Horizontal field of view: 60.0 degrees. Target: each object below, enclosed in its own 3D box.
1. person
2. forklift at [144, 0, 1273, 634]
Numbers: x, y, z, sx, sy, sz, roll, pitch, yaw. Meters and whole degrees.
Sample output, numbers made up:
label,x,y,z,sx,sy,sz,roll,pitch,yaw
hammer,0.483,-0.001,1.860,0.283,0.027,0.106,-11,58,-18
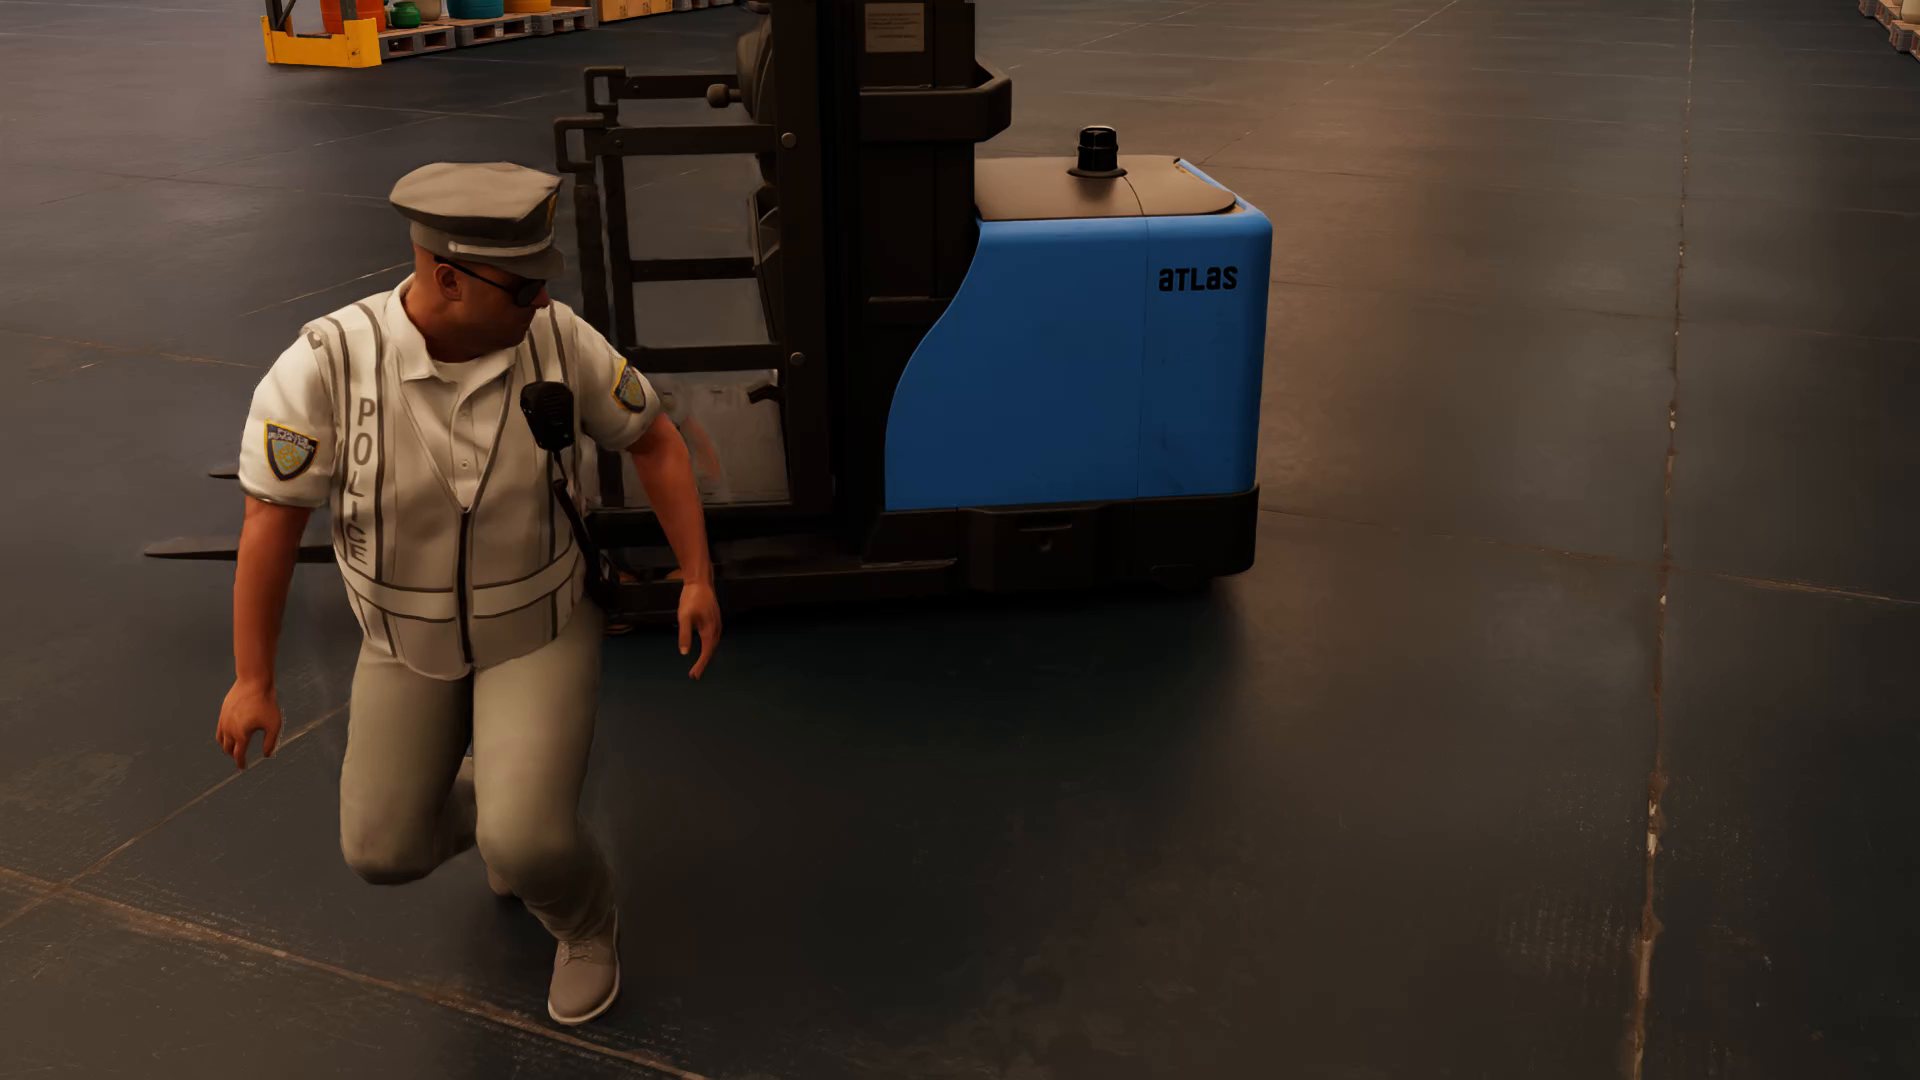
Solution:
label,x,y,z,sx,sy,sz,roll,pitch,yaw
person,-0.838,0.095,2.913,0.831,1.546,0.650,-3,23,-7
forklift,-0.718,-1.315,4.439,3.031,2.935,1.130,-3,23,-7
